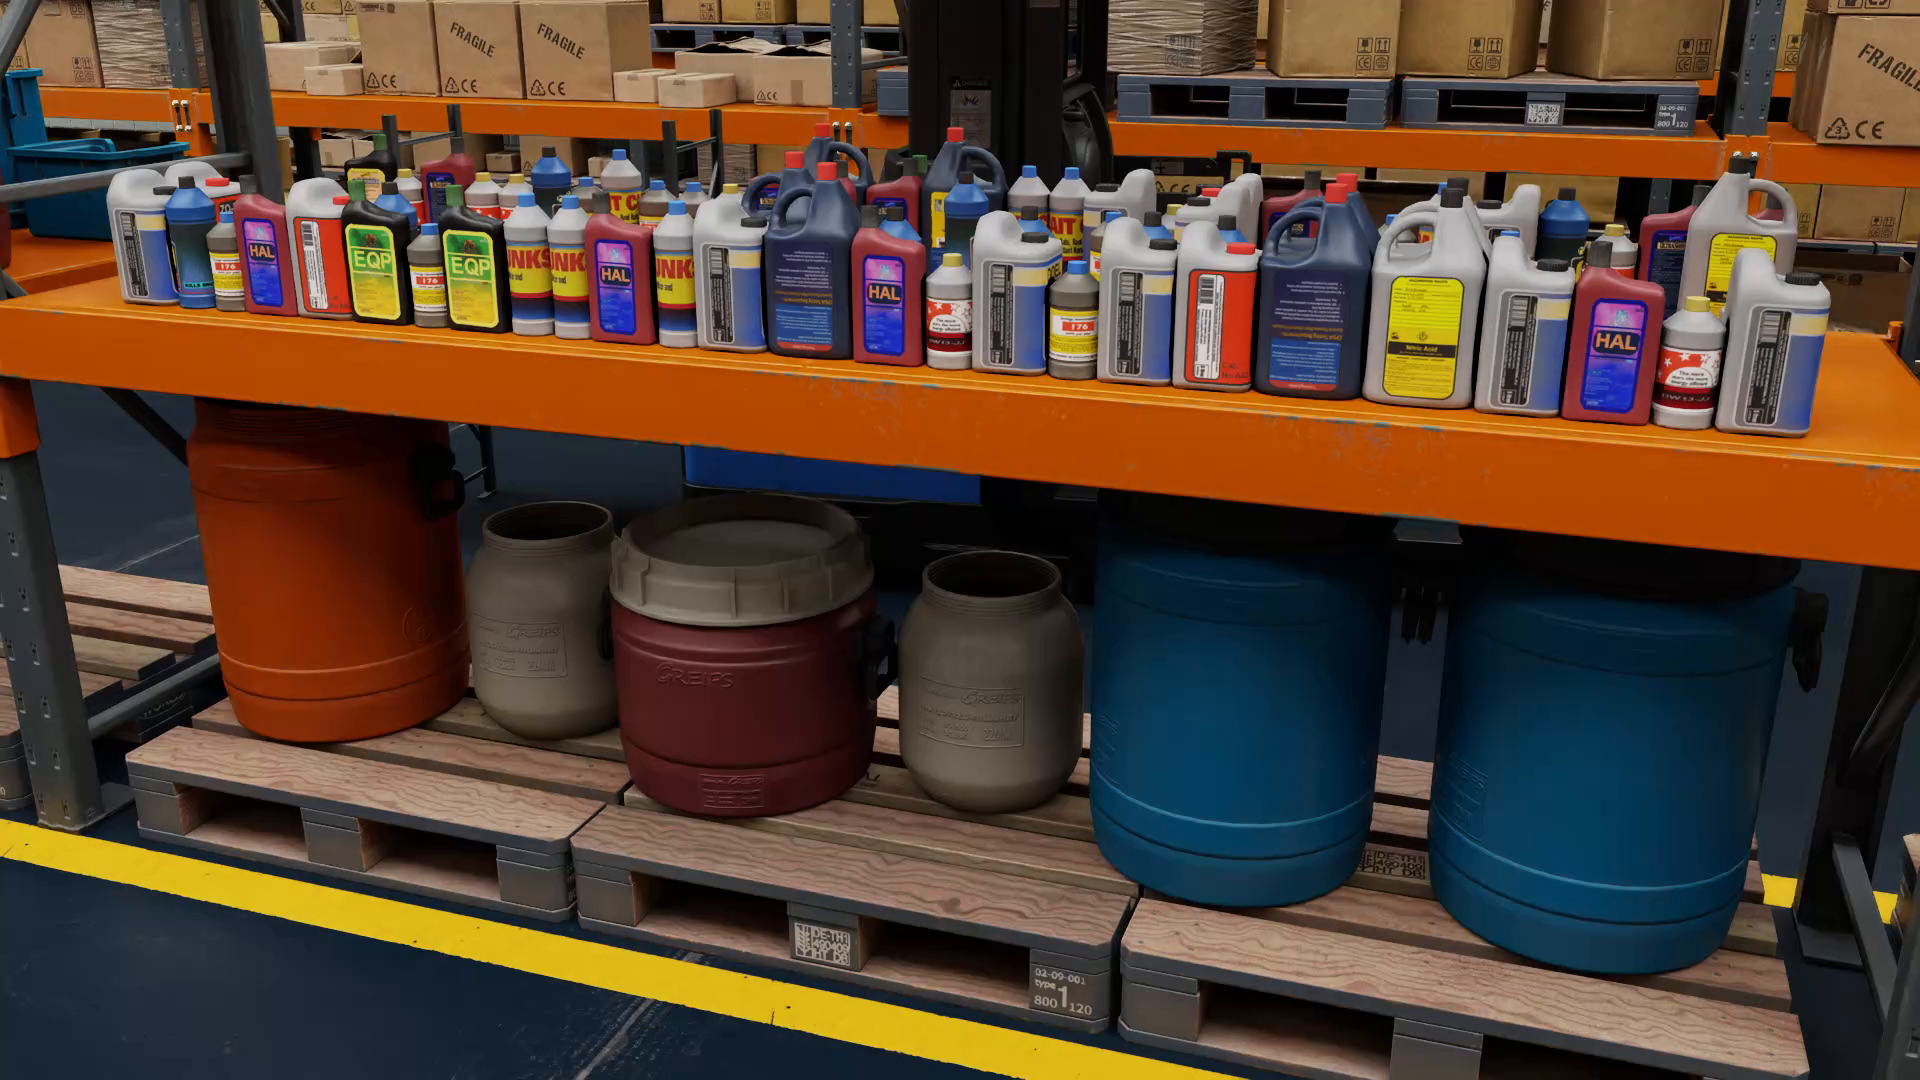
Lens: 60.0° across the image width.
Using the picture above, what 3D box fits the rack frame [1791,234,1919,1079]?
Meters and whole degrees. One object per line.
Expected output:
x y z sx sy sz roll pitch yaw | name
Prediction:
1.751 -0.431 2.755 0.127 3.000 1.000 7 20 18 | rack frame

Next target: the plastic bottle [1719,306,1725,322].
1.296 -0.320 2.738 0.097 0.201 0.097 0 19 0 | plastic bottle

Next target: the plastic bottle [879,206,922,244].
-0.119 -0.483 3.100 0.097 0.271 0.097 0 19 0 | plastic bottle

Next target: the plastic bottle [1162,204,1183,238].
0.464 -0.626 3.618 0.097 0.201 0.097 0 19 0 | plastic bottle

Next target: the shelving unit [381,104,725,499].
-1.416 -0.789 6.061 1.048 1.500 0.538 4 20 11 | shelving unit

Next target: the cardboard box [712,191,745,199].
-1.296 -1.769 9.282 0.500 0.311 0.500 6 20 17 | cardboard box

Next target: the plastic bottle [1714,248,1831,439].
1.273 -0.314 2.609 0.135 0.276 0.152 7 20 18 | plastic bottle

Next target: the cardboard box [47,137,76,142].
-5.628 -2.181 10.176 0.500 0.500 0.500 7 20 18 | cardboard box

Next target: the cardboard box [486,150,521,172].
-4.059 -3.416 14.981 0.250 0.149 0.380 5 20 14 | cardboard box

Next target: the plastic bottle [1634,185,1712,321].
1.419 -0.562 3.309 0.133 0.283 0.061 7 20 18 | plastic bottle

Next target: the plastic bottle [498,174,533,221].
-1.092 -0.804 4.128 0.097 0.201 0.097 0 19 0 | plastic bottle

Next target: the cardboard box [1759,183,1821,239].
5.675 -2.416 11.611 0.500 0.500 0.700 7 20 19 | cardboard box

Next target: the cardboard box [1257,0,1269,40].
2.090 -3.949 12.213 0.500 0.500 0.500 7 20 20 | cardboard box

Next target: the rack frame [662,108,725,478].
-0.919 -0.754 5.962 0.032 1.500 0.500 4 20 11 | rack frame

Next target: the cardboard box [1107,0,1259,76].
1.035 -2.457 7.777 0.500 0.500 0.700 11 22 28 | cardboard box

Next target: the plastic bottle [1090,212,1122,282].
0.322 -0.590 3.512 0.097 0.201 0.097 0 19 0 | plastic bottle

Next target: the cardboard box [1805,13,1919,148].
3.772 -1.878 6.754 0.500 0.500 0.500 7 20 19 | cardboard box

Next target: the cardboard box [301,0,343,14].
-5.517 -4.898 14.630 0.500 0.500 0.500 7 20 18 | cardboard box

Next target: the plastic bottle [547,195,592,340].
-0.751 -0.534 3.246 0.097 0.271 0.097 0 19 0 | plastic bottle

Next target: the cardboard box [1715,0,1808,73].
5.509 -3.589 11.359 0.700 0.700 0.980 7 20 19 | cardboard box

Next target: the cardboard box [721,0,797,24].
-1.559 -4.502 13.614 0.500 0.500 0.700 9 21 24 | cardboard box

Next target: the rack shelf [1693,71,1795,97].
6.892 -2.955 11.090 4.000 0.370 1.077 7 20 18 | rack shelf

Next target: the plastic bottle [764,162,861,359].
-0.265 -0.524 3.097 0.185 0.351 0.144 7 20 18 | plastic bottle

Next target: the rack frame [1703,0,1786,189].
3.380 -1.970 7.172 0.127 3.000 1.000 7 20 18 | rack frame

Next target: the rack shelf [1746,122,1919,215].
5.270 -1.415 6.670 4.000 0.370 1.077 7 20 18 | rack shelf

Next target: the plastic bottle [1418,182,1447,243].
0.993 -0.599 3.433 0.097 0.271 0.097 0 19 0 | plastic bottle

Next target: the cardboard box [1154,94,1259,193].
1.876 -3.006 12.771 0.750 0.750 0.750 6 20 17 | cardboard box

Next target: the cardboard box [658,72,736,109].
-1.338 -2.295 8.485 0.250 0.149 0.380 7 20 18 | cardboard box

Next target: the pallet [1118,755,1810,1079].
1.036 0.790 3.490 1.213 0.211 1.003 7 20 18 | pallet

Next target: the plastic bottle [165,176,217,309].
-1.624 -0.634 3.532 0.097 0.271 0.097 0 19 0 | plastic bottle

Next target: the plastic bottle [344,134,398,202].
-1.505 -0.897 4.268 0.133 0.283 0.061 7 20 18 | plastic bottle

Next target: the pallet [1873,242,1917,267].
6.851 -1.957 11.369 1.213 0.211 1.003 7 20 18 | pallet

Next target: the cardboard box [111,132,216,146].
-4.987 -2.288 10.482 0.500 0.500 0.500 7 20 18 | cardboard box

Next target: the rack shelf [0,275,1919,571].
-0.138 -0.307 3.493 4.000 0.370 1.077 7 20 18 | rack shelf

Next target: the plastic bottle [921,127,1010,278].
0.012 -0.740 3.718 0.185 0.351 0.144 7 20 18 | plastic bottle

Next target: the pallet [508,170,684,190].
-3.201 -3.120 14.706 1.213 0.211 1.003 7 20 18 | pallet

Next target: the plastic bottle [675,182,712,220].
-0.632 -0.752 3.977 0.097 0.201 0.097 0 19 0 | plastic bottle

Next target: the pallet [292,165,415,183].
-5.505 -3.383 15.462 1.213 0.211 1.003 7 20 18 | pallet

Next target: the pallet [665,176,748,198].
-1.819 -2.975 14.290 1.213 0.211 1.003 7 20 18 | pallet

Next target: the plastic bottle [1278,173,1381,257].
0.648 -0.470 2.941 0.185 0.351 0.144 7 20 18 | plastic bottle

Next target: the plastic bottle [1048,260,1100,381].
0.206 -0.391 2.944 0.097 0.201 0.097 0 19 0 | plastic bottle

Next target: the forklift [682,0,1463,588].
0.612 -1.342 5.472 3.031 2.935 1.130 4 20 11 | forklift

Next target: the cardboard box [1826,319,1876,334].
3.706 -0.796 7.219 0.500 0.311 0.500 7 20 18 | cardboard box

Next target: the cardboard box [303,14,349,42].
-5.481 -4.543 14.749 0.500 0.250 0.500 6 20 16 | cardboard box

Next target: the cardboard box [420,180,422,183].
-3.206 -1.990 9.916 0.500 0.311 0.500 7 20 20 | cardboard box

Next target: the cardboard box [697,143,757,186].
-1.854 -3.328 14.196 0.500 0.500 0.700 7 20 20 | cardboard box

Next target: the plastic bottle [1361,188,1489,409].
0.776 -0.405 2.756 0.185 0.351 0.144 7 20 18 | plastic bottle

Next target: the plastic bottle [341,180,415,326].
-1.176 -0.582 3.365 0.133 0.283 0.061 7 20 18 | plastic bottle

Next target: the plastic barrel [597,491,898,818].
-0.493 0.247 3.835 0.708 0.588 0.600 7 20 18 | plastic barrel

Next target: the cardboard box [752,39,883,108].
-0.727 -2.413 8.578 0.500 0.311 0.500 8 21 21 | cardboard box

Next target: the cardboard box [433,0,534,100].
-2.486 -2.683 9.063 0.500 0.500 0.500 7 20 18 | cardboard box
